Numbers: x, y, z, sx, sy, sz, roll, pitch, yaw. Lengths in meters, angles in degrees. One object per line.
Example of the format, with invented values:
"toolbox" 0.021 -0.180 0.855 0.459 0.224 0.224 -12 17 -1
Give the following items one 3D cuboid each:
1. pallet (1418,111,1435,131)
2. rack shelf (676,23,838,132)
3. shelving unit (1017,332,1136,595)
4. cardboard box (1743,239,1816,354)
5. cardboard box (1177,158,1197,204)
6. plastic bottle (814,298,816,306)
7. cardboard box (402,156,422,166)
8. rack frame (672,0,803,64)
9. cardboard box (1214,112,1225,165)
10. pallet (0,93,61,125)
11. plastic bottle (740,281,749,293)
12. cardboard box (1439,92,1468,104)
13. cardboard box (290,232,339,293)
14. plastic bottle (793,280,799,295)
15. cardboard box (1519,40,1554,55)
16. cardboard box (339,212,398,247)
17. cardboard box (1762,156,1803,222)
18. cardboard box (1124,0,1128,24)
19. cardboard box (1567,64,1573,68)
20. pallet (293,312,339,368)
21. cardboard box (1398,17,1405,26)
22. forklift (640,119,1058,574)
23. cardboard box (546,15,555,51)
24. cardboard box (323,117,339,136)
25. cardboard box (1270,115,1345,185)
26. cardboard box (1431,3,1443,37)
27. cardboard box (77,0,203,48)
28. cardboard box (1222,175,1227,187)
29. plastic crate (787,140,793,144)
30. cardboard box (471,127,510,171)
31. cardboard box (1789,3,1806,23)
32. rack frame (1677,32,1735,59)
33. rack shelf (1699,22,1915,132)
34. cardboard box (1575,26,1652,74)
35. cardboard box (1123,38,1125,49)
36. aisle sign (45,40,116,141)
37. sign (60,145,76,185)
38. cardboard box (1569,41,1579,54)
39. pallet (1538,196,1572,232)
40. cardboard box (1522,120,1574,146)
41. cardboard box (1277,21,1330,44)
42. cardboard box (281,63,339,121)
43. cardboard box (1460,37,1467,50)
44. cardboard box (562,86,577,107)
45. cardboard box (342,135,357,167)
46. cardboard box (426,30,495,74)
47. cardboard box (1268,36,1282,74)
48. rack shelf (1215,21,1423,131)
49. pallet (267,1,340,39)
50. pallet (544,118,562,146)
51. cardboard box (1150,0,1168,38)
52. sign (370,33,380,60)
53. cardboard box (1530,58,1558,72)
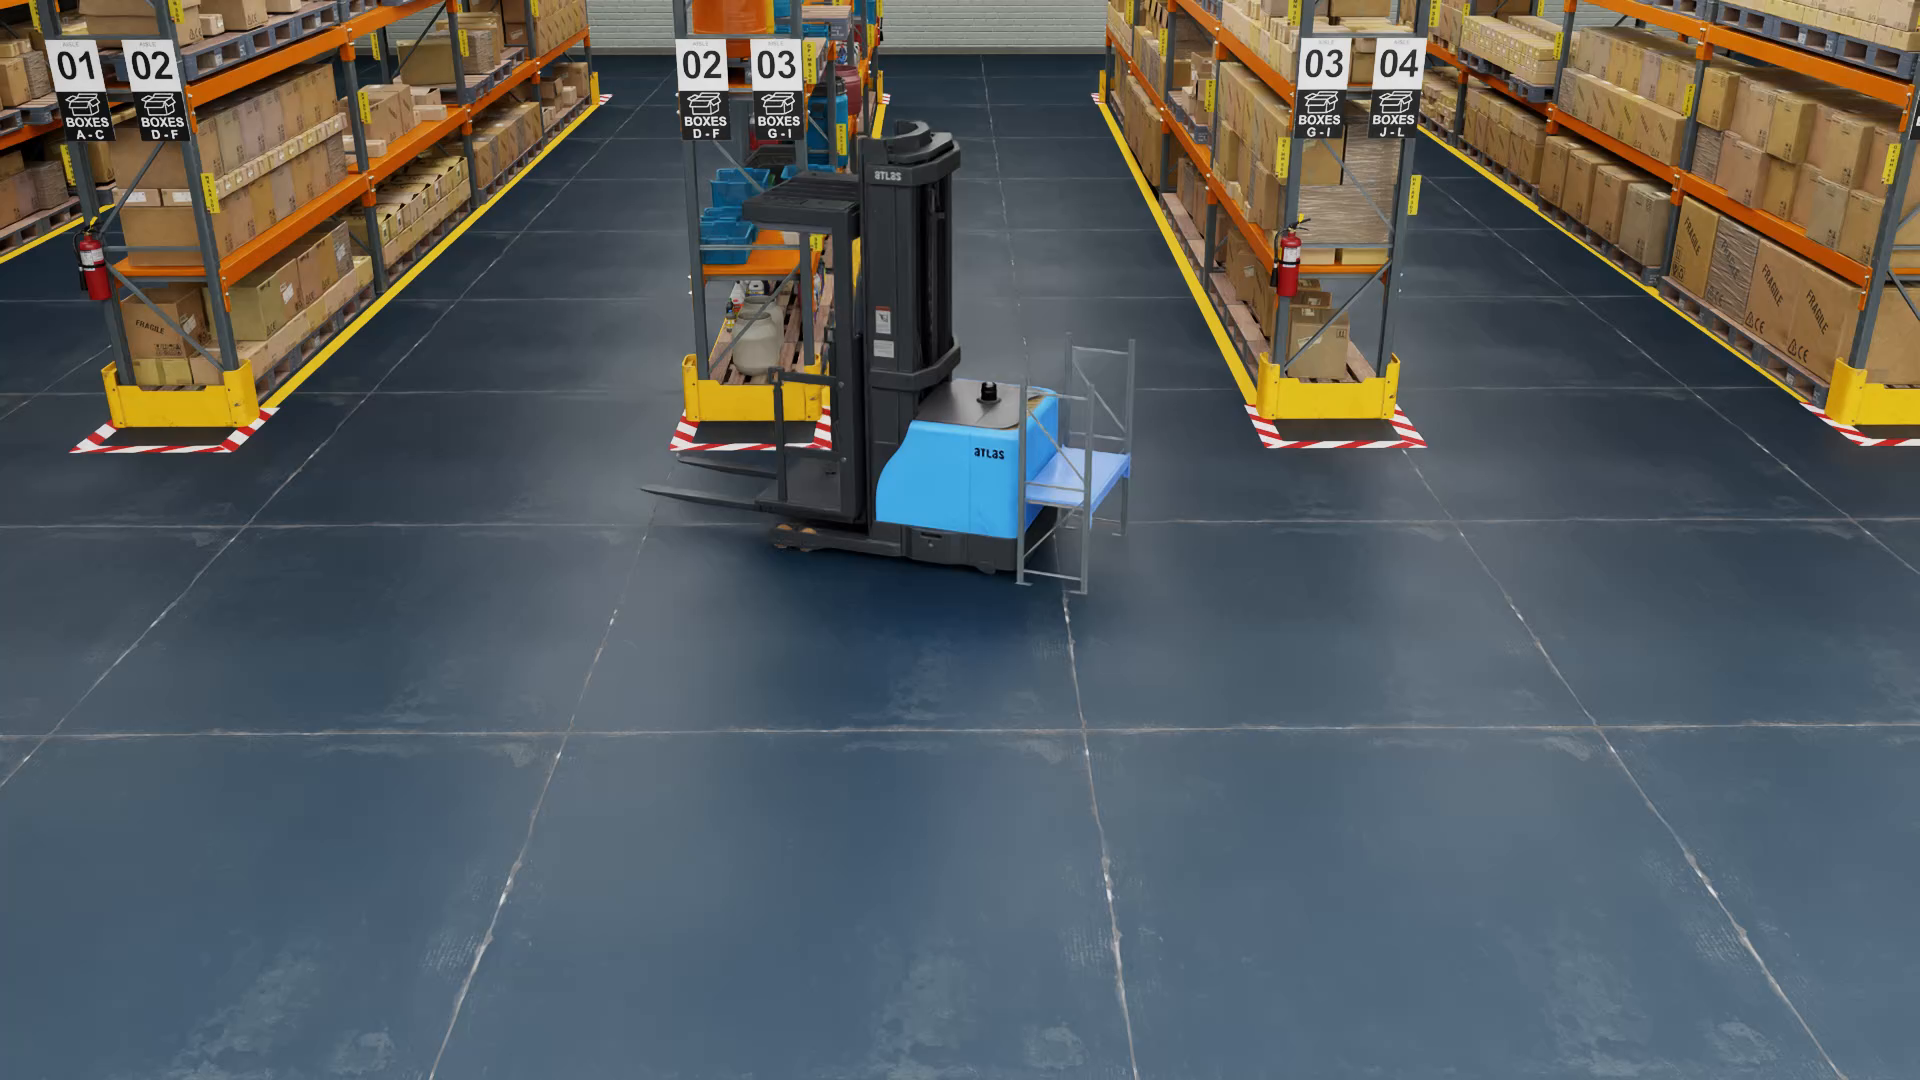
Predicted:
"pallet" 7.974 -6.893 27.117 1.003 0.211 1.213 0 24 -1
"rack shelf" -1.772 -4.298 15.229 1.077 0.370 4.000 0 24 -1
"shelving unit" 0.808 -0.546 11.520 0.538 1.500 1.048 9 26 19
"cardboard box" 8.079 -2.303 15.654 0.875 0.875 0.875 -1 24 -1
"cardboard box" 3.143 -4.539 21.029 0.700 0.500 0.500 -2 24 -3
"plastic bottle" -1.462 -2.282 16.316 0.097 0.271 0.097 0 24 0
"cardboard box" -7.078 -4.688 21.004 0.500 0.311 0.500 1 24 1
"rack frame" -1.750 -5.168 12.641 1.000 3.000 0.127 0 24 -1
"cardboard box" 3.102 -4.101 17.078 0.875 0.500 0.500 0 24 -1
"pallet" -11.629 -5.306 20.459 1.213 0.211 1.003 0 24 -1
"plastic bottle" -2.193 -2.489 16.678 0.144 0.351 0.185 0 24 -1
"cardboard box" 7.716 -6.899 25.976 0.380 0.149 0.250 0 24 -1
"cardboard box" -6.520 -2.740 16.470 0.500 0.500 0.500 0 24 -1
"plastic bottle" -1.644 -2.688 17.209 0.152 0.276 0.135 0 24 -1
"cardboard box" 7.609 -6.494 21.924 0.380 0.149 0.250 0 24 1
"cardboard box" -6.502 -3.428 18.219 0.500 0.311 0.500 0 24 0
"cardboard box" 8.159 -3.335 15.685 0.875 0.550 0.500 0 24 -1
"cardboard box" 2.798 -8.206 25.547 0.500 0.500 0.500 0 24 0
"cardboard box" 8.267 -6.218 22.037 0.380 0.149 0.250 1 24 2
"pallet" -6.763 -1.960 16.211 1.003 0.211 1.213 0 24 -1
"cardboard box" 7.665 -8.781 28.214 0.380 0.149 0.250 0 24 -1
"forklift" -0.856 -1.447 11.776 3.031 2.935 1.130 8 25 17
"cardboard box" -6.576 -7.827 25.677 0.500 0.500 0.500 0 24 0
"cardboard box" -6.529 -4.191 16.850 0.380 0.149 0.250 -1 24 -2
"cardboard box" 2.950 -3.319 14.137 0.500 0.500 0.500 0 24 -1
"cardboard box" 7.736 -8.181 26.099 0.500 0.500 0.500 0 24 -1
"cardboard box" -6.705 -4.320 13.600 0.797 0.503 0.637 1 24 3
"cardboard box" 2.881 -3.695 16.968 0.380 0.149 0.250 0 24 -1
"plastic crate" -2.095 -4.703 19.149 0.450 0.188 0.662 0 24 -1
"cardboard box" -6.521 -5.383 22.896 0.500 0.500 0.500 -1 24 -1
"cardboard box" 7.801 -4.797 15.133 0.380 0.149 0.250 0 24 0
"rack frame" 12.938 -9.095 28.602 1.000 3.000 0.127 0 24 -1
"rack shelf" 8.142 -4.301 15.236 1.077 0.370 4.000 0 24 -1
"cardboard box" 8.071 -6.050 20.536 0.700 0.500 0.500 0 24 -1
"cardboard box" 2.733 -7.729 25.888 0.380 0.149 0.250 0 24 0
"aisle sign" -6.996 -3.570 13.233 0.394 0.787 0.004 0 24 -1
"sign" -7.246 -3.053 13.551 0.100 0.325 0.005 0 24 -1
"cardboard box" 8.261 -6.485 21.906 0.380 0.149 0.250 0 24 -1
"pallet" 8.010 -4.139 21.028 1.003 0.211 1.213 0 24 -1
"cardboard box" 7.807 -5.409 22.067 0.500 0.250 0.500 -1 24 -2
"cardboard box" 2.890 -4.270 13.993 0.380 0.149 0.250 -1 24 -3
"cardboard box" -6.735 -4.516 16.783 0.700 0.500 0.500 0 24 0
"cardboard box" 7.577 -7.295 24.418 0.380 0.149 0.250 -1 24 -3
"cardboard box" -6.645 -7.340 27.526 0.500 0.250 0.500 0 24 -1
"cardboard box" -6.796 -4.197 17.955 0.500 0.250 0.500 1 24 3
"cardboard box" -6.729 -6.584 22.421 0.700 0.500 0.500 4 25 9
"cardboard box" 2.935 -4.159 14.231 0.500 0.250 0.500 0 24 0
"rack shelf" 3.181 -4.320 15.279 1.077 0.370 4.000 0 24 -1
"pallet" -6.711 -5.037 16.099 1.003 0.211 1.213 0 24 -1
"pallet" -6.840 -6.371 25.965 1.003 0.211 1.213 0 24 -1
"cardboard box" 3.083 -7.359 23.425 0.797 0.503 0.637 0 24 0
"sign" -7.333 -6.196 20.884 0.100 0.325 0.005 0 24 -1
"cardboard box" 7.616 -6.148 21.522 0.380 0.149 0.250 0 24 1
